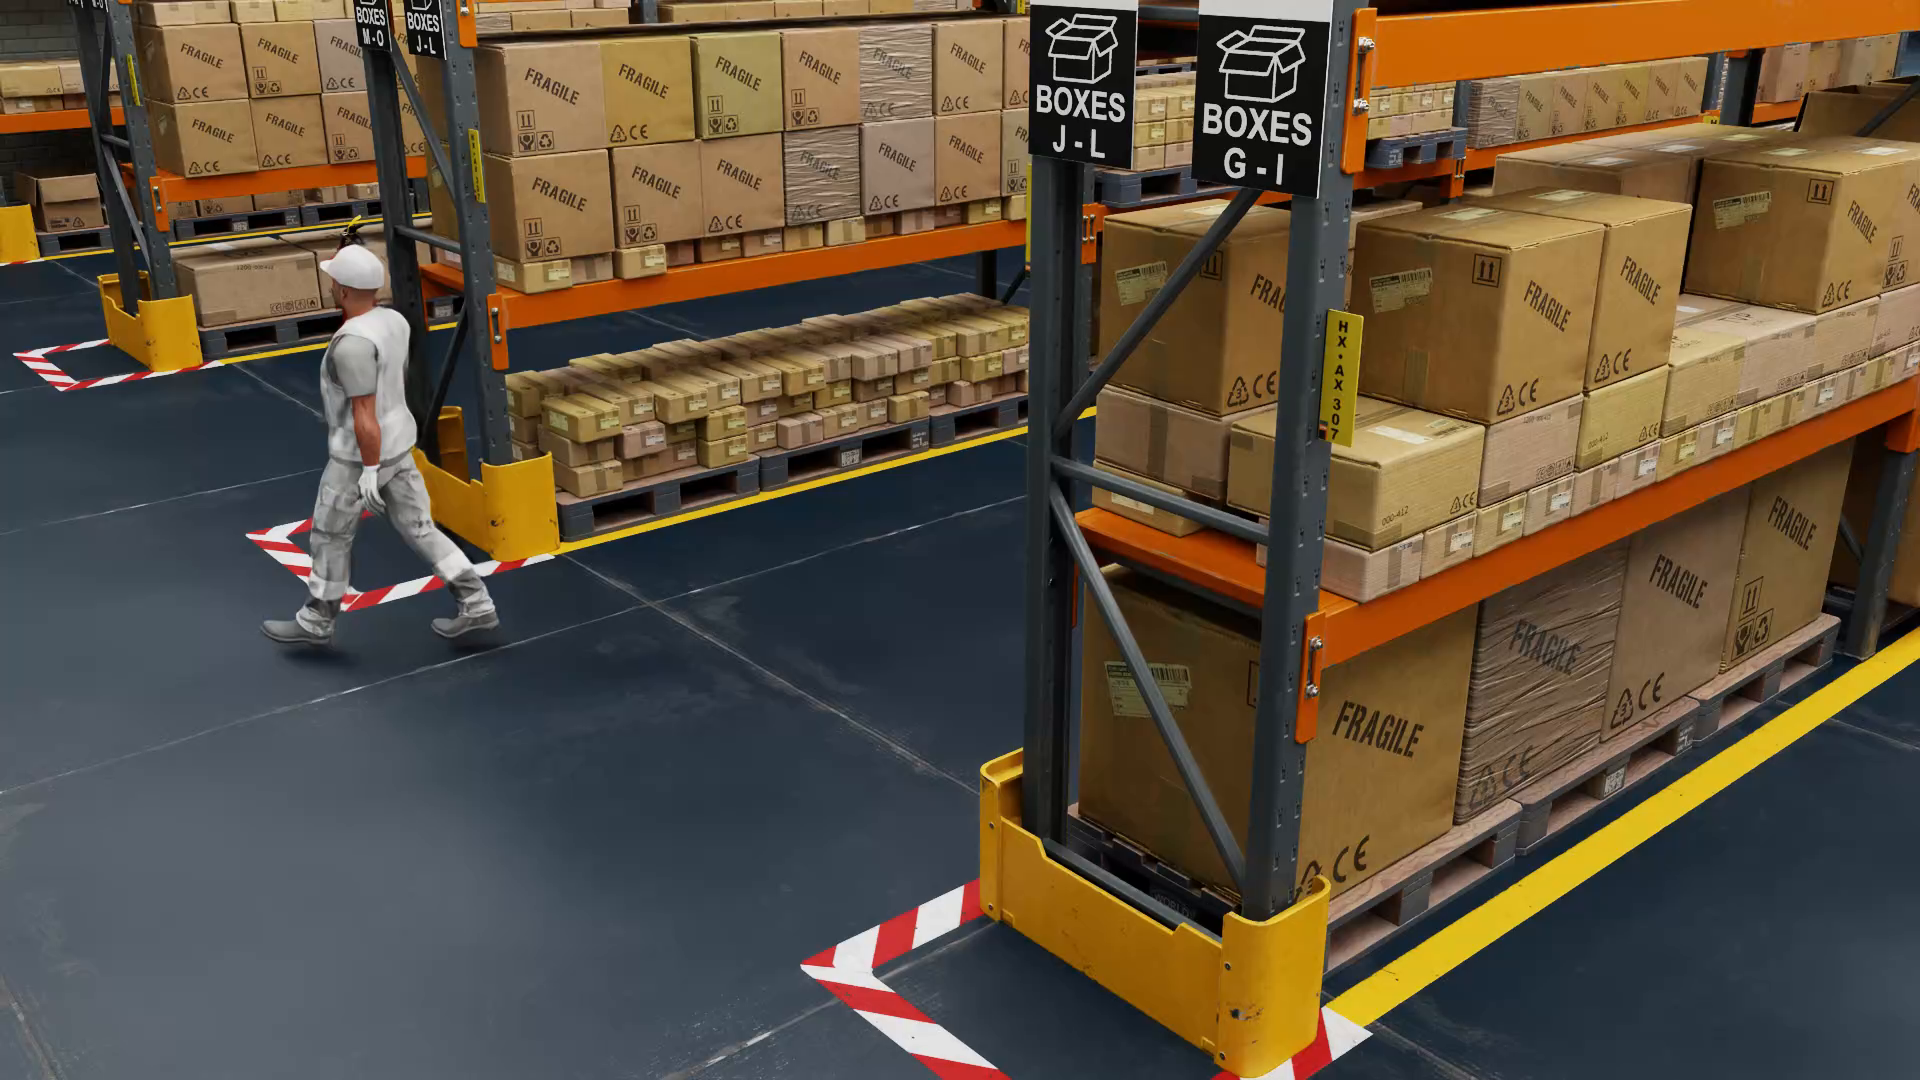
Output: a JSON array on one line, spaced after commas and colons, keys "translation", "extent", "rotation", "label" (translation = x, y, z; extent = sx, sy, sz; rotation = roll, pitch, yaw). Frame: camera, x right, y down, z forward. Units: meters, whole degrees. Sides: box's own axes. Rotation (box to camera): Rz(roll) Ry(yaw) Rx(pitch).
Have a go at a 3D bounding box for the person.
[{"translation": [-2.530, -0.378, 7.048], "extent": [1.022, 1.748, 0.590], "rotation": [3, 21, 9], "label": "person"}]
